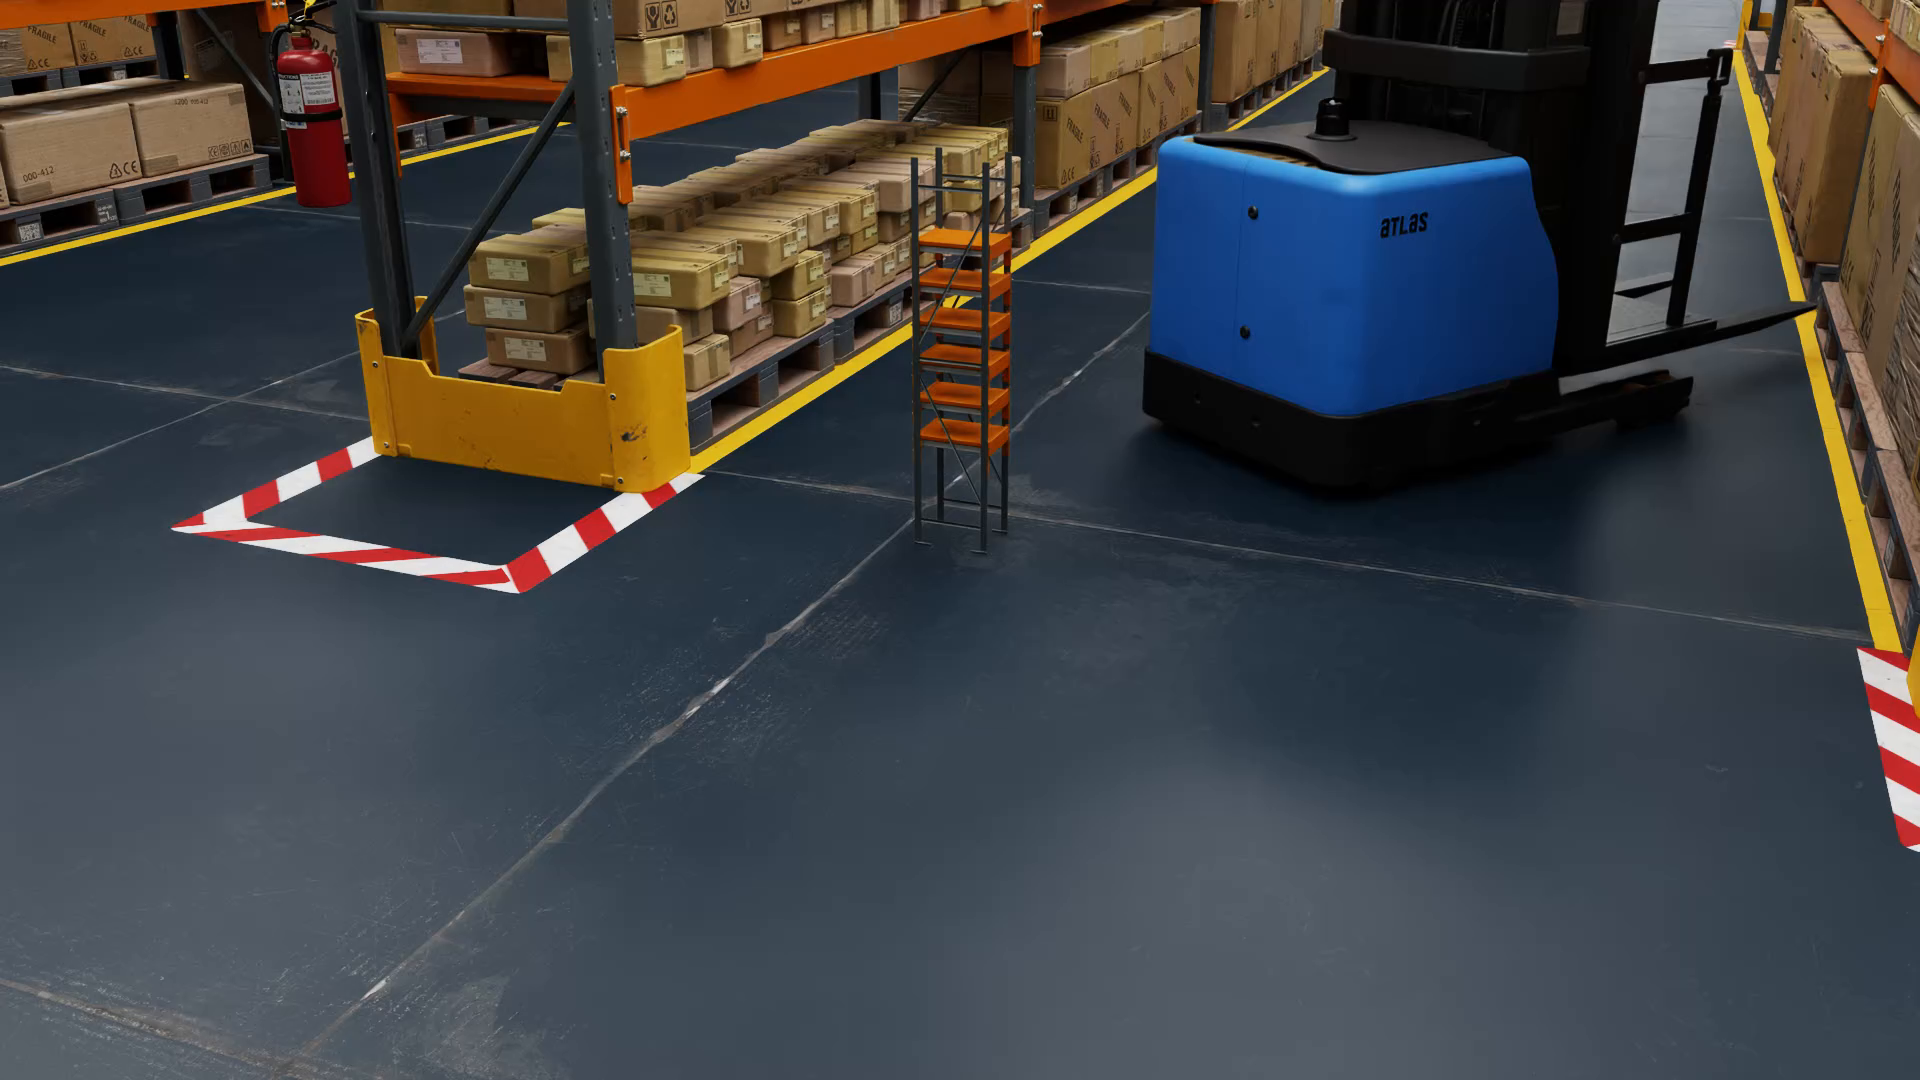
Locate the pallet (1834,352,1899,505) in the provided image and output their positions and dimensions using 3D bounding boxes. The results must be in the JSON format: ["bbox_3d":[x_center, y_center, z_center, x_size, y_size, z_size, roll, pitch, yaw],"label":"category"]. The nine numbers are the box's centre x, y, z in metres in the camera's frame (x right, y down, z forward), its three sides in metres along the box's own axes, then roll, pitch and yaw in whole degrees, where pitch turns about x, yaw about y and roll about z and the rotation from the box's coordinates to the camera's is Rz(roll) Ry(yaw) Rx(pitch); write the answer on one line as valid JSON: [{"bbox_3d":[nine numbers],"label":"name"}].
[{"bbox_3d":[3.681,-0.351,5.815,1.003,0.211,1.213,9,24,20],"label":"pallet"}]

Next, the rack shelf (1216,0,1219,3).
[{"bbox_3d":[2.149,-4.898,14.017,1.077,0.370,4.000,9,24,20],"label":"rack shelf"}]

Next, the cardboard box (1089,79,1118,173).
[{"bbox_3d":[0.636,-2.539,10.135,0.500,0.500,0.500,10,25,22],"label":"cardboard box"}]

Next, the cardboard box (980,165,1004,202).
[{"bbox_3d":[0.010,-1.841,8.534,0.380,0.149,0.250,8,24,18],"label":"cardboard box"}]

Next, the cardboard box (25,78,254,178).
[{"bbox_3d":[-5.046,-2.557,10.260,0.875,0.438,0.875,8,24,19],"label":"cardboard box"}]

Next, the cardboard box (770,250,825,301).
[{"bbox_3d":[-0.773,-1.084,6.721,0.380,0.149,0.250,10,25,22],"label":"cardboard box"}]

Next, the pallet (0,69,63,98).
[{"bbox_3d":[-8.604,-3.912,14.342,1.003,0.211,1.213,9,24,20],"label":"pallet"}]

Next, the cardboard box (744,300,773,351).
[{"bbox_3d":[-0.966,-0.866,6.586,0.380,0.149,0.250,9,24,21],"label":"cardboard box"}]

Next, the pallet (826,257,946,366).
[{"bbox_3d":[-0.748,-1.112,7.639,1.003,0.211,1.213,9,24,20],"label":"pallet"}]

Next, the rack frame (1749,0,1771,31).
[{"bbox_3d":[8.946,-6.630,17.232,1.000,3.000,0.127,9,24,20],"label":"rack frame"}]

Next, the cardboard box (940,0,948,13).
[{"bbox_3d":[-0.277,-2.554,7.798,0.380,0.149,0.250,8,24,19],"label":"cardboard box"}]

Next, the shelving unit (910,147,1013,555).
[{"bbox_3d":[0.005,-0.559,5.031,0.258,1.200,0.189,9,24,20],"label":"shelving unit"}]

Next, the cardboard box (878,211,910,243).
[{"bbox_3d":[-0.452,-1.480,7.670,0.380,0.149,0.250,8,24,18],"label":"cardboard box"}]

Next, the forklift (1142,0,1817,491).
[{"bbox_3d":[2.196,-1.934,6.077,3.031,2.935,1.130,-14,27,-30],"label":"forklift"}]

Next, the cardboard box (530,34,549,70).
[{"bbox_3d":[-1.579,-1.776,5.936,0.380,0.149,0.250,9,24,20],"label":"cardboard box"}]

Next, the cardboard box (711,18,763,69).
[{"bbox_3d":[-0.935,-1.790,5.969,0.380,0.149,0.250,8,24,19],"label":"cardboard box"}]

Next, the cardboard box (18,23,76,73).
[{"bbox_3d":[-8.182,-4.389,14.563,0.500,0.500,0.500,10,25,22],"label":"cardboard box"}]

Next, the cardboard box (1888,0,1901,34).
[{"bbox_3d":[4.069,-2.162,6.860,0.380,0.149,0.250,9,24,20],"label":"cardboard box"}]

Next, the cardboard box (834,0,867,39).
[{"bbox_3d":[-0.608,-2.170,6.879,0.380,0.149,0.250,10,25,22],"label":"cardboard box"}]

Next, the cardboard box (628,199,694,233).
[{"bbox_3d":[-1.324,-1.306,6.866,0.380,0.149,0.250,8,24,18],"label":"cardboard box"}]

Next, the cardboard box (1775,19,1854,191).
[{"bbox_3d":[5.360,-2.419,9.362,1.225,0.875,0.875,9,24,20],"label":"cardboard box"}]

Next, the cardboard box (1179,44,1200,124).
[{"bbox_3d":[1.405,-3.281,11.912,0.500,0.500,0.500,9,24,20],"label":"cardboard box"}]

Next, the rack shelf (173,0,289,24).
[{"bbox_3d":[-3.970,-4.139,12.200,1.077,0.370,4.000,9,24,20],"label":"rack shelf"}]

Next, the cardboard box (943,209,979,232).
[{"bbox_3d":[-0.121,-1.587,8.311,0.380,0.149,0.250,8,24,18],"label":"cardboard box"}]

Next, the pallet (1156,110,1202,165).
[{"bbox_3d":[1.115,-2.948,12.033,1.003,0.211,1.213,9,24,20],"label":"pallet"}]

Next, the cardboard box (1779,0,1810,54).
[{"bbox_3d":[8.009,-4.816,15.587,0.500,0.500,0.500,7,24,15],"label":"cardboard box"}]

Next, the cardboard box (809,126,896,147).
[{"bbox_3d":[-0.557,-2.052,8.652,0.380,0.149,0.250,10,25,23],"label":"cardboard box"}]

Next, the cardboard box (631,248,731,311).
[{"bbox_3d":[-1.055,-0.943,5.997,0.380,0.149,0.250,8,24,18],"label":"cardboard box"}]

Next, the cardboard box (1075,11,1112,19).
[{"bbox_3d":[0.737,-3.507,11.479,0.500,0.250,0.500,8,24,19],"label":"cardboard box"}]

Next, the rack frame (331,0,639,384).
[{"bbox_3d":[-1.565,-1.651,5.311,1.000,3.000,0.127,9,24,20],"label":"rack frame"}]

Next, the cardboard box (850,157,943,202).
[{"bbox_3d":[-0.298,-1.692,7.790,0.380,0.149,0.250,8,24,17],"label":"cardboard box"}]

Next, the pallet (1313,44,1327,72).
[{"bbox_3d":[3.247,-4.920,16.754,1.003,0.211,1.213,9,24,20],"label":"pallet"}]

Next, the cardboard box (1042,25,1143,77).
[{"bbox_3d":[0.829,-3.068,10.429,0.500,0.250,0.500,10,25,22],"label":"cardboard box"}]

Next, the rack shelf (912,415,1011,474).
[{"bbox_3d":[0.005,-0.296,5.141,0.258,0.103,0.180,9,24,20],"label":"rack shelf"}]

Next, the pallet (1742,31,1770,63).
[{"bbox_3d":[8.583,-5.031,17.020,1.003,0.211,1.213,9,24,20],"label":"pallet"}]

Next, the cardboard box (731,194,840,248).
[{"bbox_3d":[-0.725,-1.329,6.922,0.380,0.149,0.250,10,25,22],"label":"cardboard box"}]

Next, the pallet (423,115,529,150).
[{"bbox_3d":[-4.045,-3.193,12.621,1.003,0.211,1.213,9,24,20],"label":"pallet"}]

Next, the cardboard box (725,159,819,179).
[{"bbox_3d":[-0.876,-1.669,7.735,0.380,0.149,0.250,8,24,18],"label":"cardboard box"}]

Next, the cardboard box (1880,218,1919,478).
[{"bbox_3d":[3.504,-0.684,5.208,0.875,0.875,0.875,9,24,20],"label":"cardboard box"}]

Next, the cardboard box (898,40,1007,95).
[{"bbox_3d":[-0.038,-2.772,9.719,0.500,0.250,0.500,8,24,19],"label":"cardboard box"}]

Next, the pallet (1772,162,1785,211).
[{"bbox_3d":[5.611,-2.210,10.266,1.003,0.211,1.213,9,24,20],"label":"pallet"}]

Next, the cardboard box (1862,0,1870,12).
[{"bbox_3d":[4.598,-2.765,7.848,0.500,0.500,0.500,10,25,22],"label":"cardboard box"}]

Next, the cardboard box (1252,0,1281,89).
[{"bbox_3d":[2.038,-4.188,13.759,1.050,0.750,0.750,9,24,21],"label":"cardboard box"}]

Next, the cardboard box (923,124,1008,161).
[{"bbox_3d":[0.030,-2.071,8.698,0.380,0.149,0.250,9,24,22],"label":"cardboard box"}]

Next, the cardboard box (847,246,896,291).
[{"bbox_3d":[-0.511,-1.227,7.449,0.380,0.149,0.250,9,24,20],"label":"cardboard box"}]

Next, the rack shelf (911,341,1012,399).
[{"bbox_3d":[0.005,-0.518,5.048,0.258,0.103,0.180,9,24,20],"label":"rack shelf"}]
